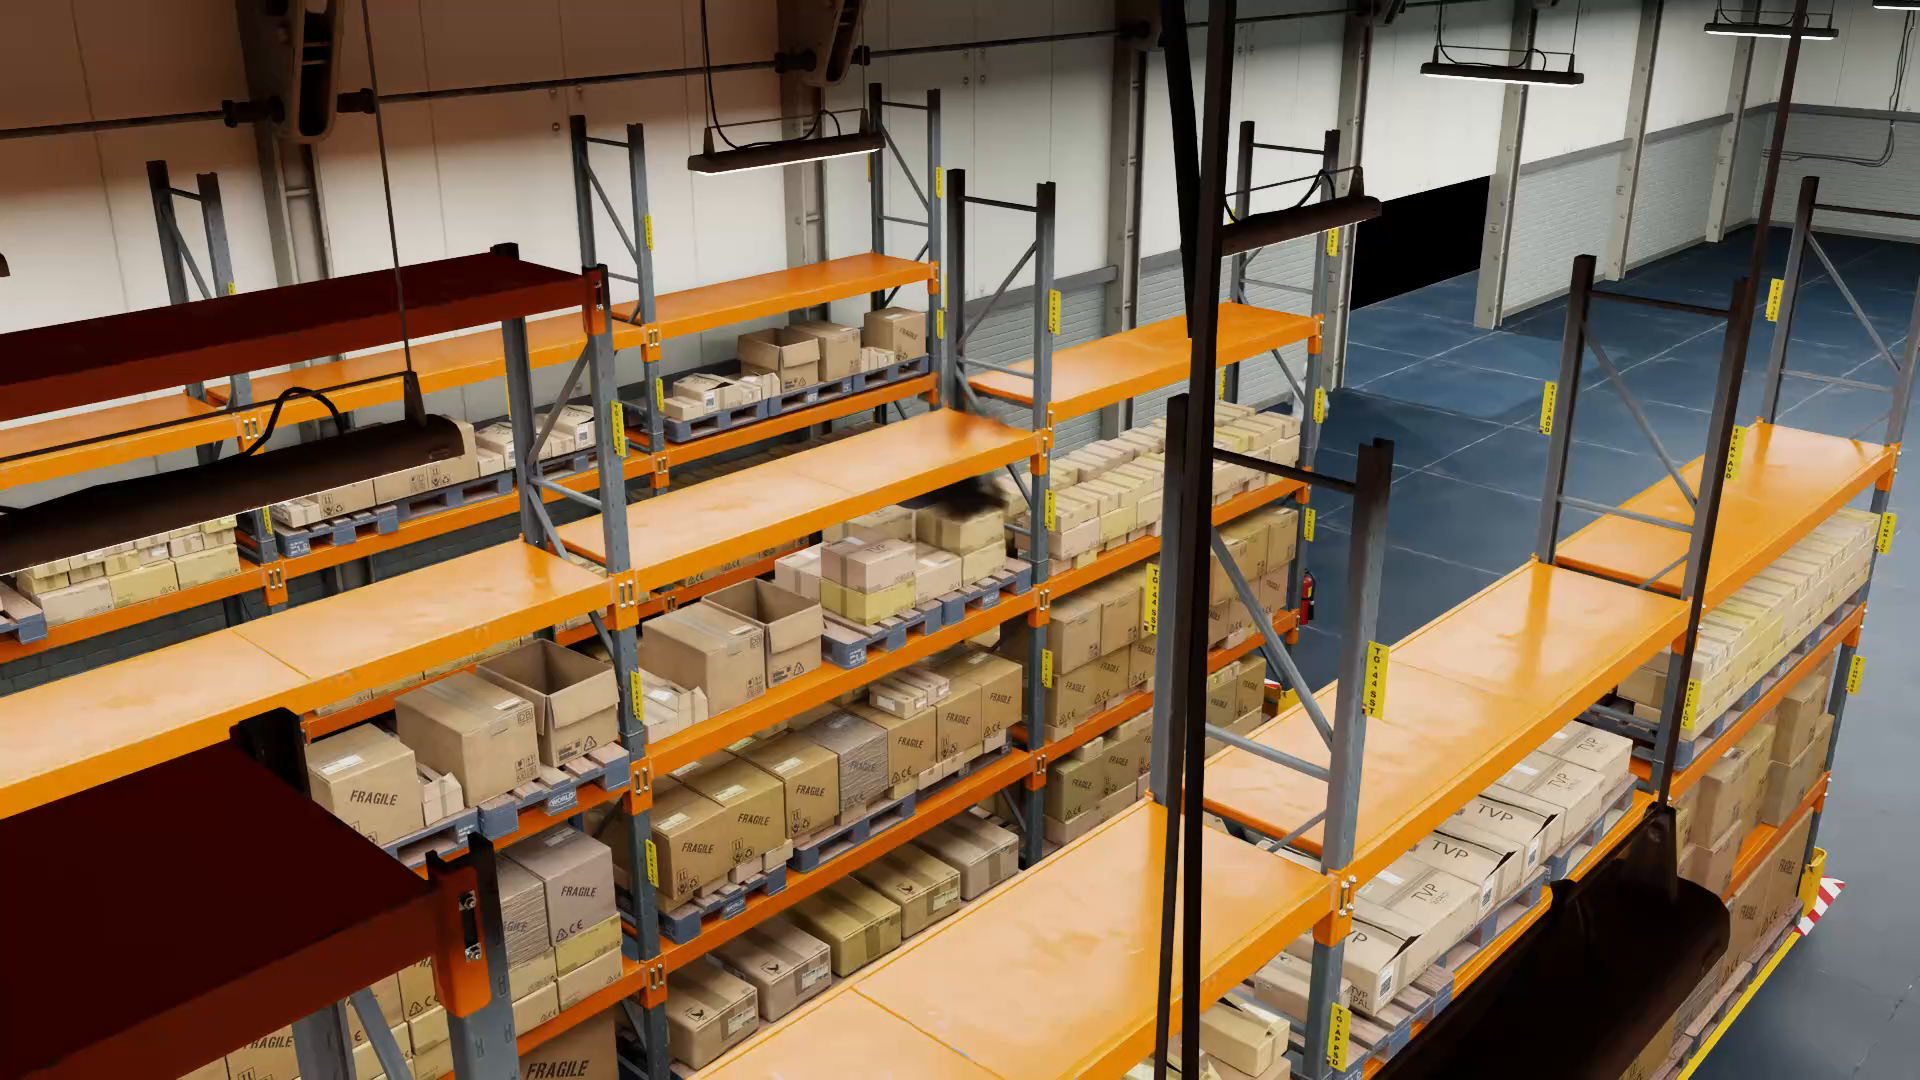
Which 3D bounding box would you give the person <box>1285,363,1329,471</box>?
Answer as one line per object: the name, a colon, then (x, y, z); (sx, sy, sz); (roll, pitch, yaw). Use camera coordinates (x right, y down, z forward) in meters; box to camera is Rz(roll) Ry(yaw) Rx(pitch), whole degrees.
person: (5.021, -1.728, 24.064); (0.669, 1.744, 0.860); (10, 23, 23)
